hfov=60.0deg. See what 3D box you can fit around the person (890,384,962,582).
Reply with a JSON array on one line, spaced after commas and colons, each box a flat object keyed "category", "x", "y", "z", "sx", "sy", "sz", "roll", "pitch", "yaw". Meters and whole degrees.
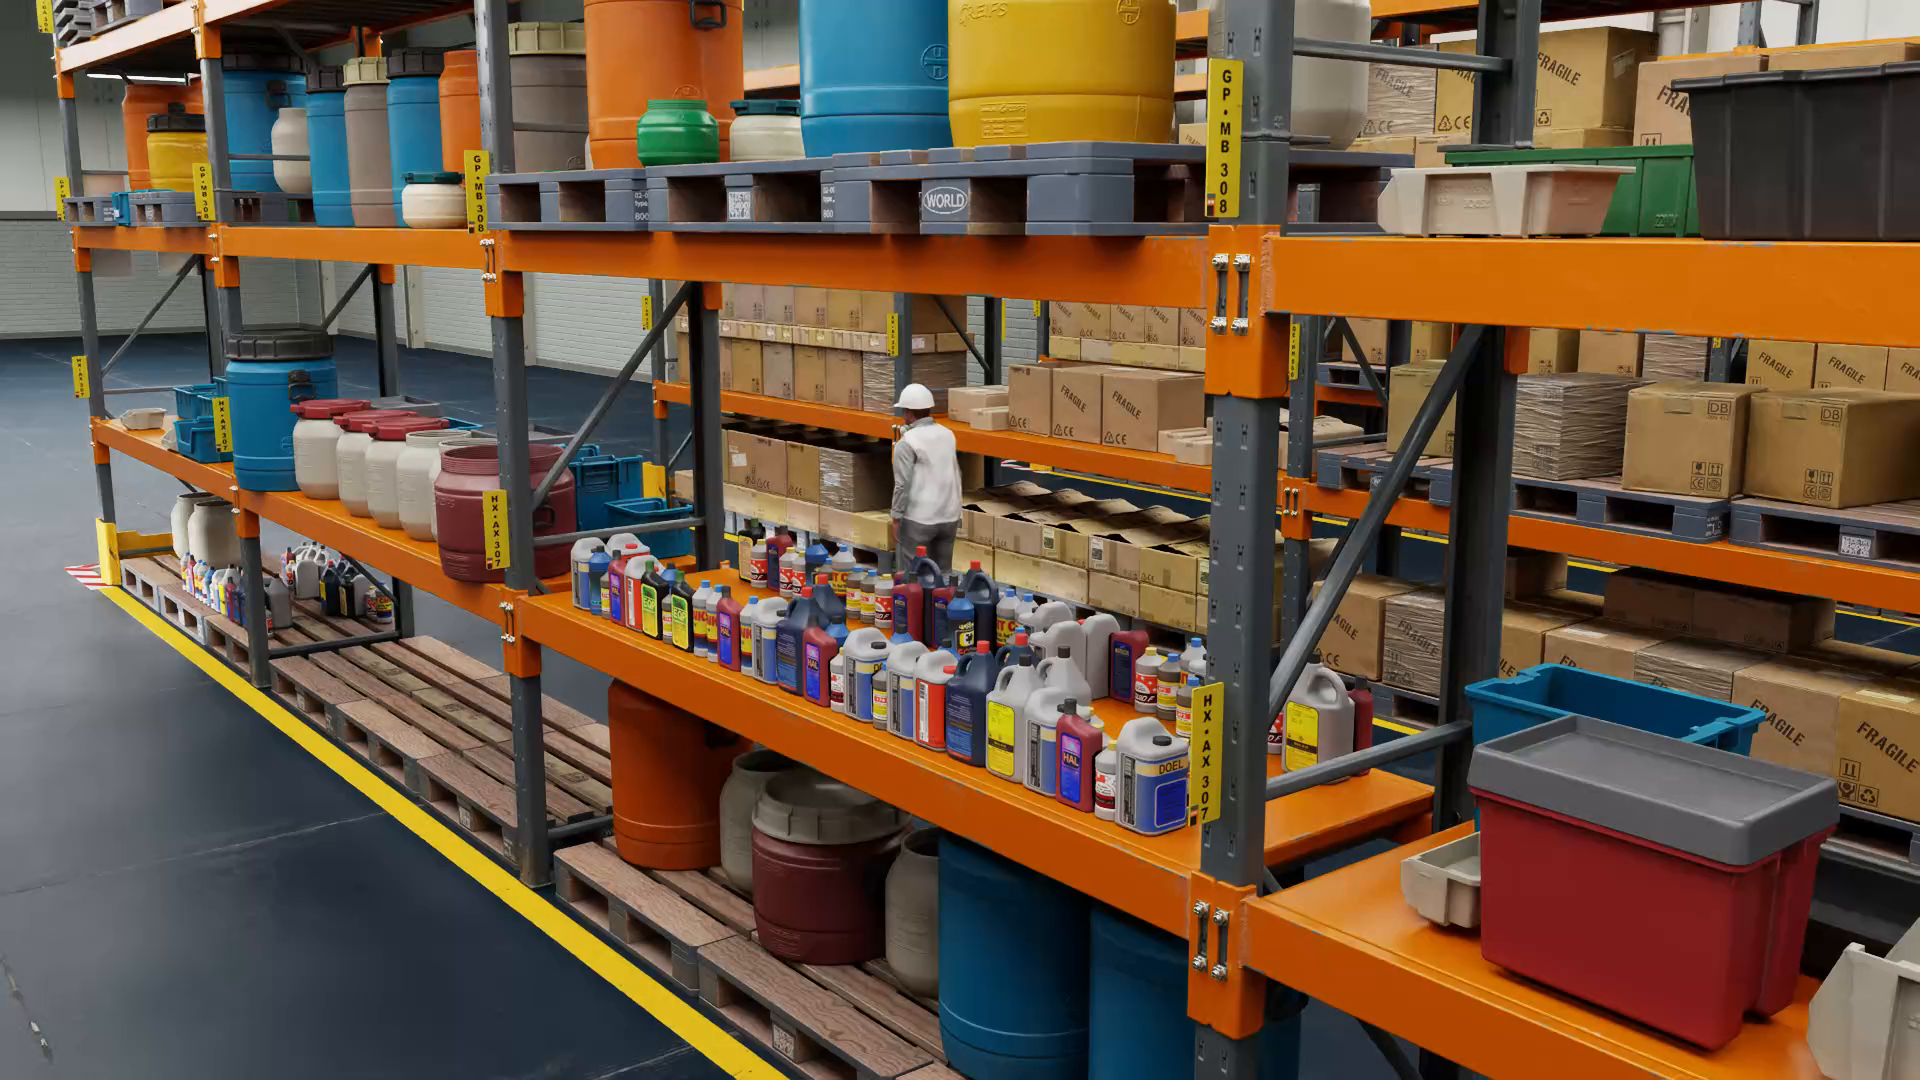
[{"category": "person", "x": -0.234, "y": -0.164, "z": 11.217, "sx": 0.592, "sy": 1.771, "sz": 0.465, "roll": -10, "pitch": 14, "yaw": -41}]
